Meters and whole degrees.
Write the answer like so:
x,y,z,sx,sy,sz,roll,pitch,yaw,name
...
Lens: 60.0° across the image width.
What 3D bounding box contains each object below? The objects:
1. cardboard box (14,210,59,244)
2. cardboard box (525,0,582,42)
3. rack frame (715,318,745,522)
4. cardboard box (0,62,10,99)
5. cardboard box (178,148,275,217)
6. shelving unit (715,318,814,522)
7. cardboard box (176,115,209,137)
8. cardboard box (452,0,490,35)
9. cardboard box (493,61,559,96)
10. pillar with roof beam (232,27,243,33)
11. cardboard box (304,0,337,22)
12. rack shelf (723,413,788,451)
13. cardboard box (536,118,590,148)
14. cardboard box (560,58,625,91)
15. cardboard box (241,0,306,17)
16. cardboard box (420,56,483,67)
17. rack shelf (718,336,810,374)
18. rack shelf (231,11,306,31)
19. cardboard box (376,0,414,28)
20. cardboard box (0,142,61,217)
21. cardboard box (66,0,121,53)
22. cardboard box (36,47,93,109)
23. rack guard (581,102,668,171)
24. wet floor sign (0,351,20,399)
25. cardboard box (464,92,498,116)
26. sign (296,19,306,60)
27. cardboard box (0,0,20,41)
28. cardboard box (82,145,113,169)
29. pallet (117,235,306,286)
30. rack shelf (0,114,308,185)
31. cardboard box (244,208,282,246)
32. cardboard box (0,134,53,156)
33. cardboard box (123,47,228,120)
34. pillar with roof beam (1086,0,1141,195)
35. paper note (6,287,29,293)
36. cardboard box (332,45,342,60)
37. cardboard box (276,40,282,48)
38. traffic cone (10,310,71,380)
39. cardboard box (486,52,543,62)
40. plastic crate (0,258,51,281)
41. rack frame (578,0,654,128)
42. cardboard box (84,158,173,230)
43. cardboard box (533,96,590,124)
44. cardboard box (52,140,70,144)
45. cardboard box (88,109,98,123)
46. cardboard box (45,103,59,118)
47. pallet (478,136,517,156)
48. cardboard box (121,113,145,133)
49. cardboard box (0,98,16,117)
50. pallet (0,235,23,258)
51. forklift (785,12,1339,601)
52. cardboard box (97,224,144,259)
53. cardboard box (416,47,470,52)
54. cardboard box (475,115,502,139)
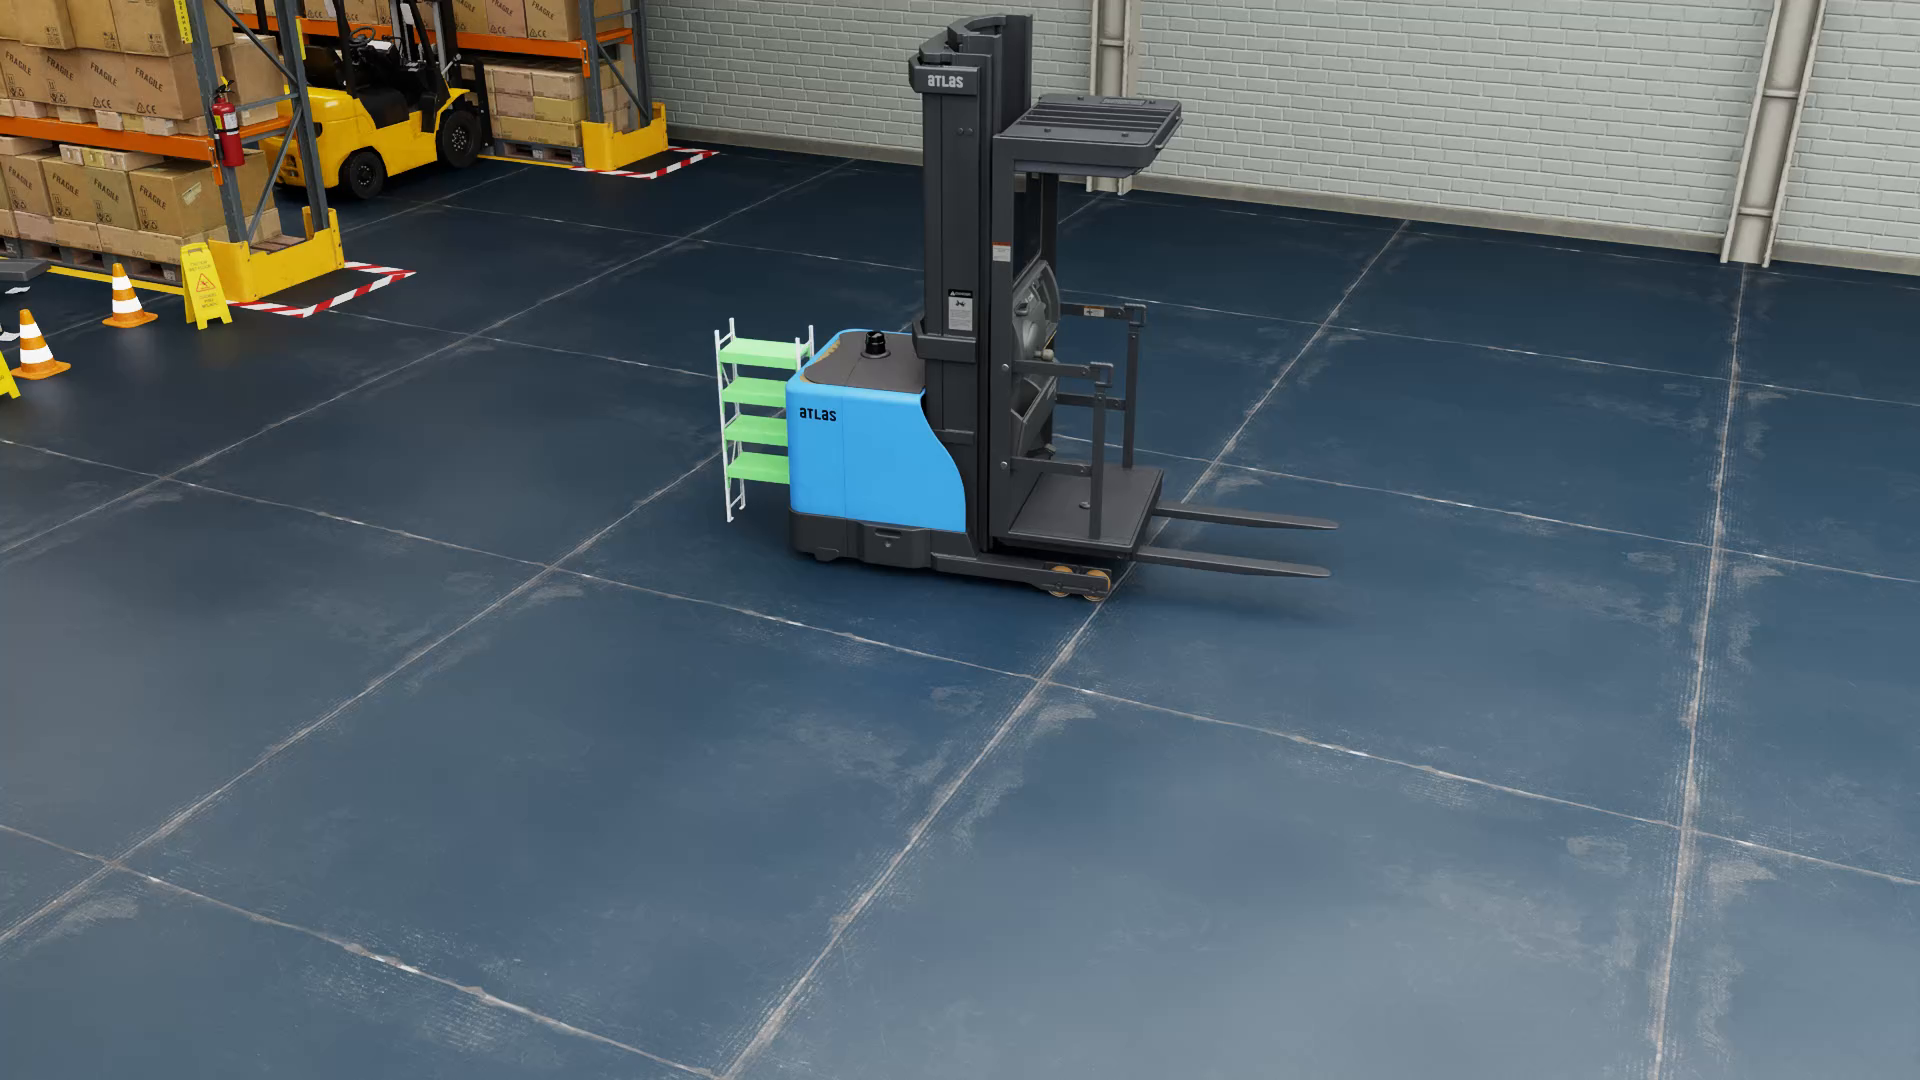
x,y,z,sx,sy,sz,roll,pitch,yaw,name
-7.964,-2.828,14.736,0.500,0.250,0.500,11,28,21,cardboard box
-4.229,-5.573,17.561,0.500,0.500,0.500,11,28,21,cardboard box
-1.353,-0.698,9.809,0.015,1.200,0.240,7,27,14,rack frame
-8.161,-4.085,14.201,0.500,0.500,0.500,11,28,21,cardboard box
-6.365,-3.101,14.442,0.500,0.500,0.500,10,28,20,cardboard box
-1.118,-0.669,9.750,0.503,1.200,0.258,7,27,14,shelving unit
-6.152,-3.417,13.579,0.250,0.149,0.380,12,29,24,cardboard box
-5.164,-5.765,17.951,0.500,0.500,0.500,11,28,21,cardboard box
-4.687,-4.997,18.009,0.500,0.250,0.500,12,29,23,cardboard box
-11.176,-8.091,15.996,0.400,9.000,9.100,11,28,22,pillar with roof beam
-7.017,-6.134,18.700,0.500,0.500,0.500,11,28,20,cardboard box
-1.118,-0.612,9.779,0.480,0.148,0.258,7,27,14,rack shelf
-4.230,-4.458,18.046,0.500,0.250,0.500,12,28,22,cardboard box
-4.031,-5.111,18.241,0.500,0.250,0.500,11,28,21,cardboard box
-7.880,-6.195,19.107,0.500,0.250,0.500,12,29,23,cardboard box
-5.609,-5.181,18.383,0.500,0.250,0.500,11,28,21,cardboard box
-1.118,-1.042,9.567,0.480,0.148,0.258,7,27,14,rack shelf
-9.134,-6.318,20.002,4.000,0.370,1.077,11,28,22,rack shelf
-6.075,-5.953,18.333,0.500,0.500,0.500,11,28,21,cardboard box
-7.976,-3.165,14.571,0.500,0.500,0.500,13,29,24,cardboard box
-6.736,-4.275,13.456,0.500,0.500,0.700,12,29,22,cardboard box
-7.239,-3.900,13.826,0.500,0.500,0.500,11,28,22,cardboard box
-3.650,-4.418,18.158,0.348,0.500,1.175,11,28,22,rack guard
-6.834,-1.273,11.605,0.232,0.644,0.267,6,27,13,wet floor sign
-5.175,-4.868,18.314,0.500,0.250,0.500,11,28,21,cardboard box
-5.499,-4.154,13.811,0.005,0.325,0.100,11,28,22,sign
-7.640,-4.474,13.860,0.500,0.500,0.700,11,28,21,cardboard box
-7.150,-3.259,14.027,0.250,0.149,0.380,12,29,23,cardboard box
-6.517,-2.473,14.534,1.213,0.211,1.003,11,28,22,pallet
-7.544,-3.590,14.461,4.000,0.370,1.077,11,28,22,rack shelf
-6.343,-2.761,14.599,0.500,0.250,0.500,11,28,21,cardboard box
-8.135,-3.456,14.428,0.250,0.149,0.380,13,29,25,cardboard box
-6.331,-3.714,13.448,0.500,0.500,0.500,11,28,21,cardboard box
-0.253,-5.897,11.540,0.400,9.000,9.100,11,28,22,pillar with roof beam
-7.932,-2.108,13.998,0.148,0.019,0.142,2,26,4,paper note
-7.003,-5.464,18.958,0.500,0.250,0.500,11,28,21,cardboard box
-8.496,-5.634,20.011,0.625,0.625,0.875,11,28,21,cardboard box
-6.799,-1.461,12.193,0.334,0.463,0.336,11,28,22,traffic cone
-4.938,-5.297,18.618,0.500,0.250,0.500,11,28,21,cardboard box
-8.275,-2.352,14.437,0.583,0.080,0.402,2,26,4,plastic crate
-3.672,-5.544,17.614,0.127,3.000,1.000,11,28,22,rack frame
-7.037,-2.974,14.184,0.500,0.500,0.500,12,29,24,cardboard box
-4.244,-4.686,17.944,0.500,0.250,0.500,11,28,21,cardboard box
-7.786,-3.385,15.017,0.500,0.500,0.500,13,29,24,cardboard box
-7.075,-3.613,13.976,0.250,0.149,0.380,12,29,23,cardboard box
-7.536,-3.704,14.163,0.250,0.149,0.380,11,28,22,cardboard box
-5.492,-4.640,18.934,1.213,0.211,1.003,11,28,22,pallet
-6.653,-3.474,13.695,0.250,0.149,0.380,11,28,21,cardboard box
-8.050,-3.742,14.239,0.250,0.149,0.380,12,28,22,cardboard box
-8.738,-2.919,15.440,1.213,0.211,1.003,11,28,22,pallet
0.600,-1.242,8.954,3.031,2.935,1.130,7,27,14,forklift
-7.039,-2.640,14.353,0.500,0.250,0.500,11,28,22,cardboard box
-5.863,-5.482,18.994,0.500,0.250,0.500,12,28,22,cardboard box
-5.131,-4.647,18.431,0.500,0.250,0.500,12,29,22,cardboard box
